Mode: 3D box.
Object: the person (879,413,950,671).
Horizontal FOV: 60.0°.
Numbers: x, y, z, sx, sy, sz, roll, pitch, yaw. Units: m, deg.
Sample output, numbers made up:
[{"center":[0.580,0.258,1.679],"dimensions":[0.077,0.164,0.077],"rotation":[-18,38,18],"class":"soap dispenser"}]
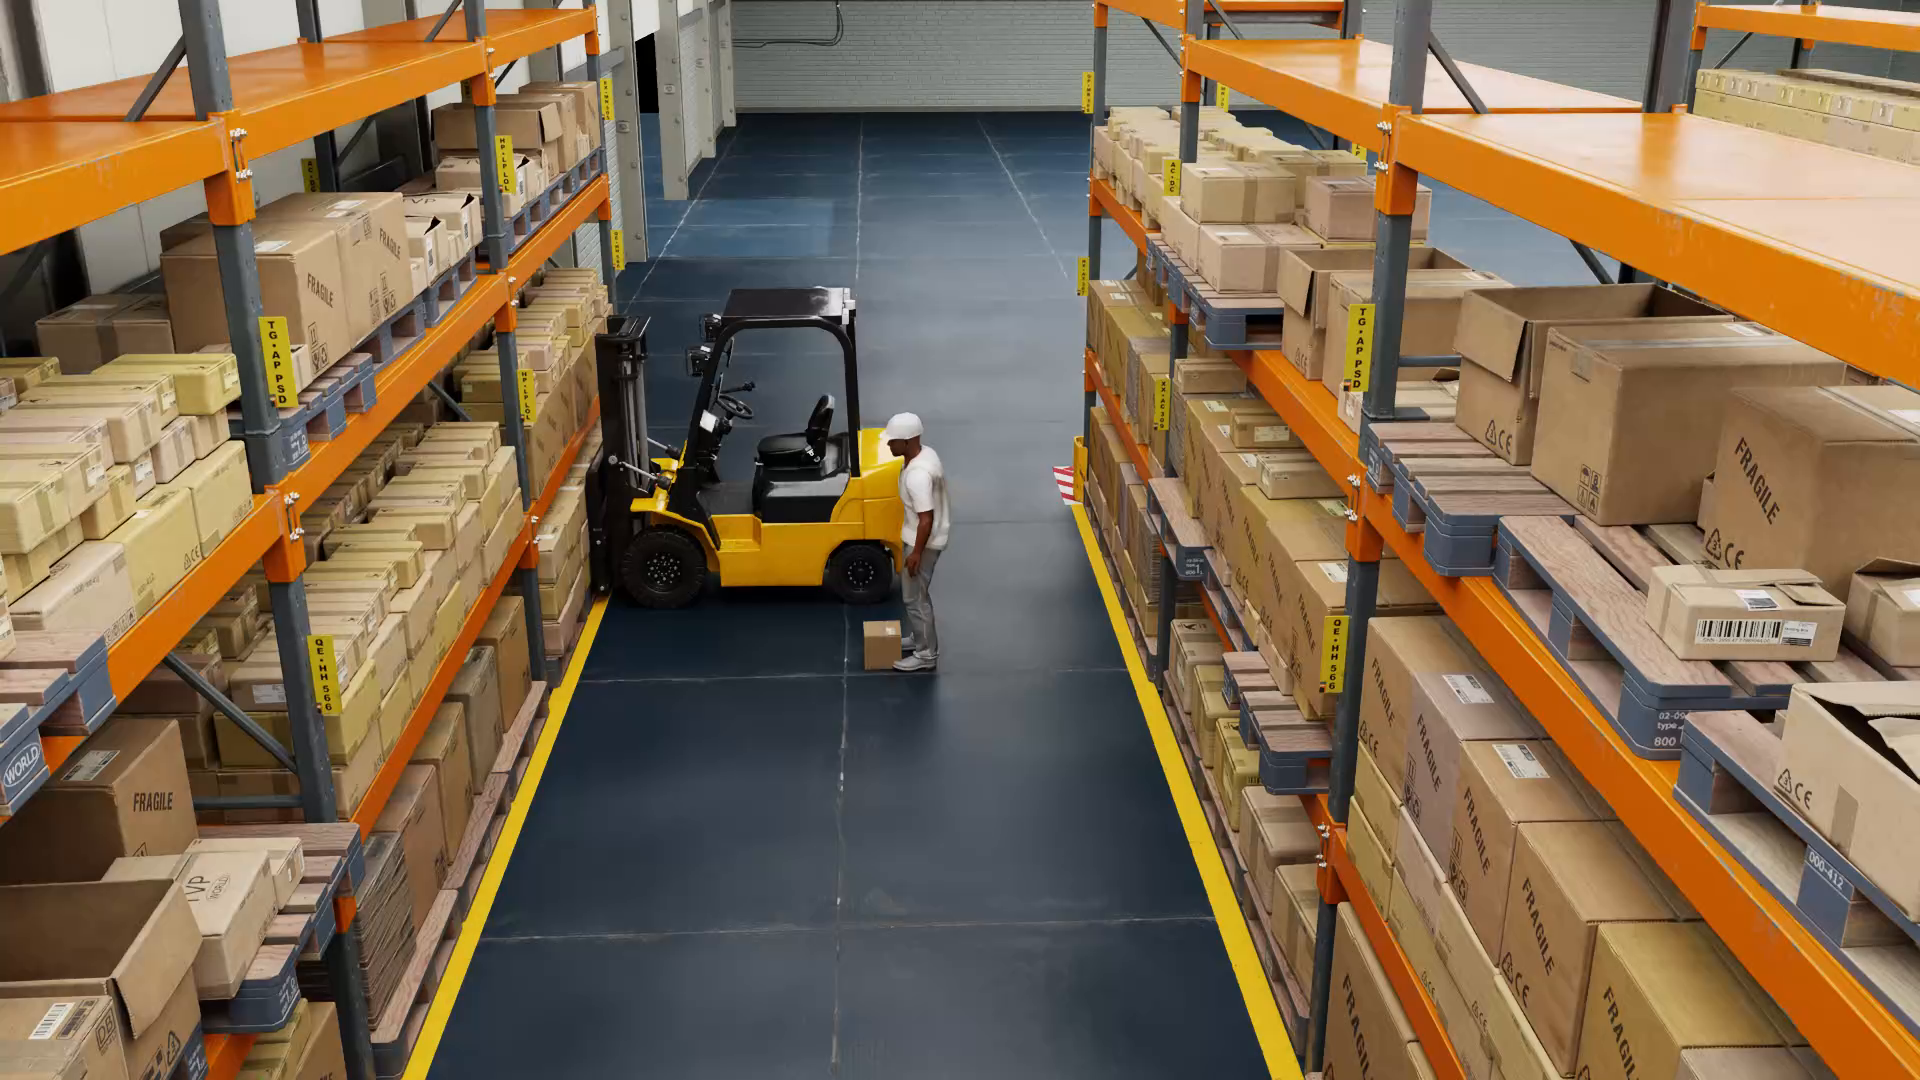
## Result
[{"center":[-0.297,-0.004,11.062],"dimensions":[0.461,1.760,0.626],"rotation":[-1,20,-3],"class":"person"}]
